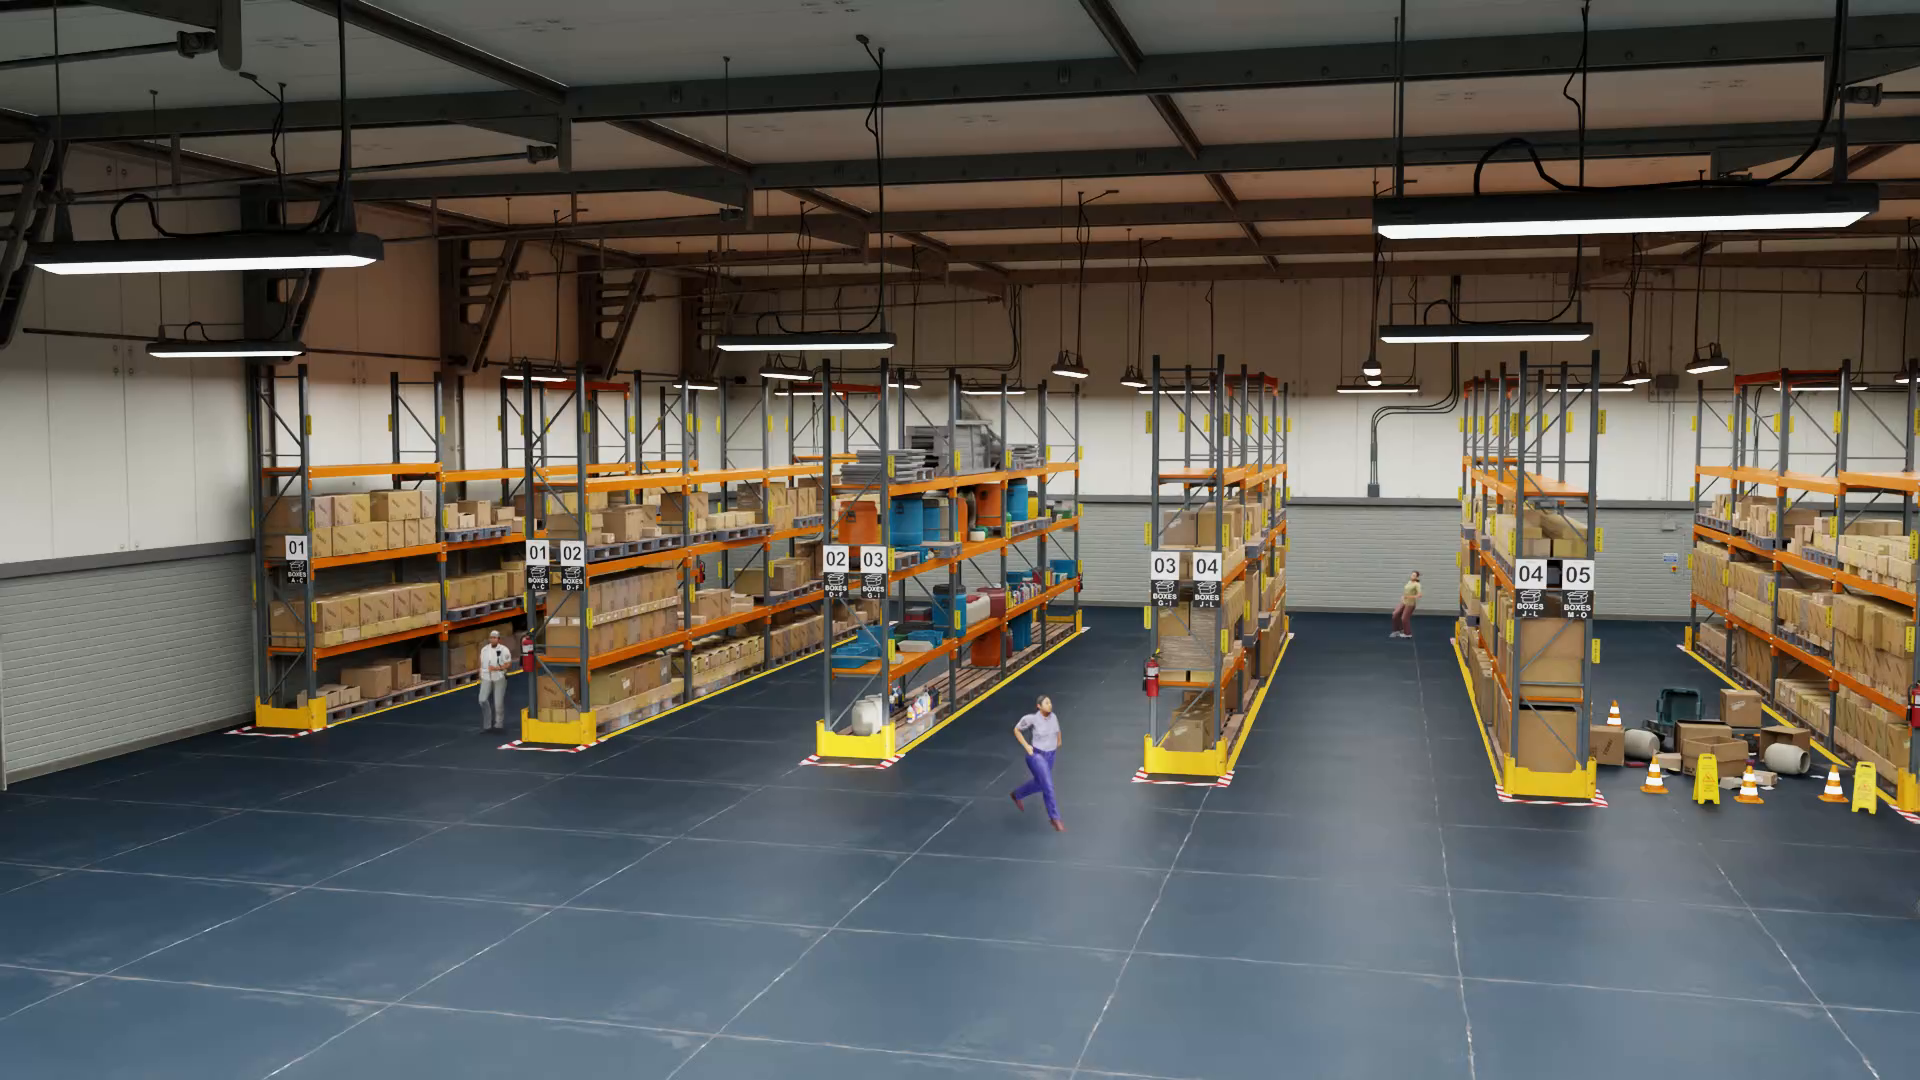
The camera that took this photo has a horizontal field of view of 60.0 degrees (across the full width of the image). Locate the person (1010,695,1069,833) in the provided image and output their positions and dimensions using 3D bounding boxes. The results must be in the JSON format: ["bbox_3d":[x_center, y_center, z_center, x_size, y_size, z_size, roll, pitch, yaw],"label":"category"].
[{"bbox_3d":[1.013,2.760,20.832,1.071,1.674,0.572,4,5,42],"label":"person"}]

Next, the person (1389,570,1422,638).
[{"bbox_3d":[10.466,1.514,38.995,0.557,1.622,0.697,-2,4,-23],"label":"person"}]

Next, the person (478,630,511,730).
[{"bbox_3d":[-7.646,2.299,27.265,0.575,1.644,0.636,0,4,0],"label":"person"}]
